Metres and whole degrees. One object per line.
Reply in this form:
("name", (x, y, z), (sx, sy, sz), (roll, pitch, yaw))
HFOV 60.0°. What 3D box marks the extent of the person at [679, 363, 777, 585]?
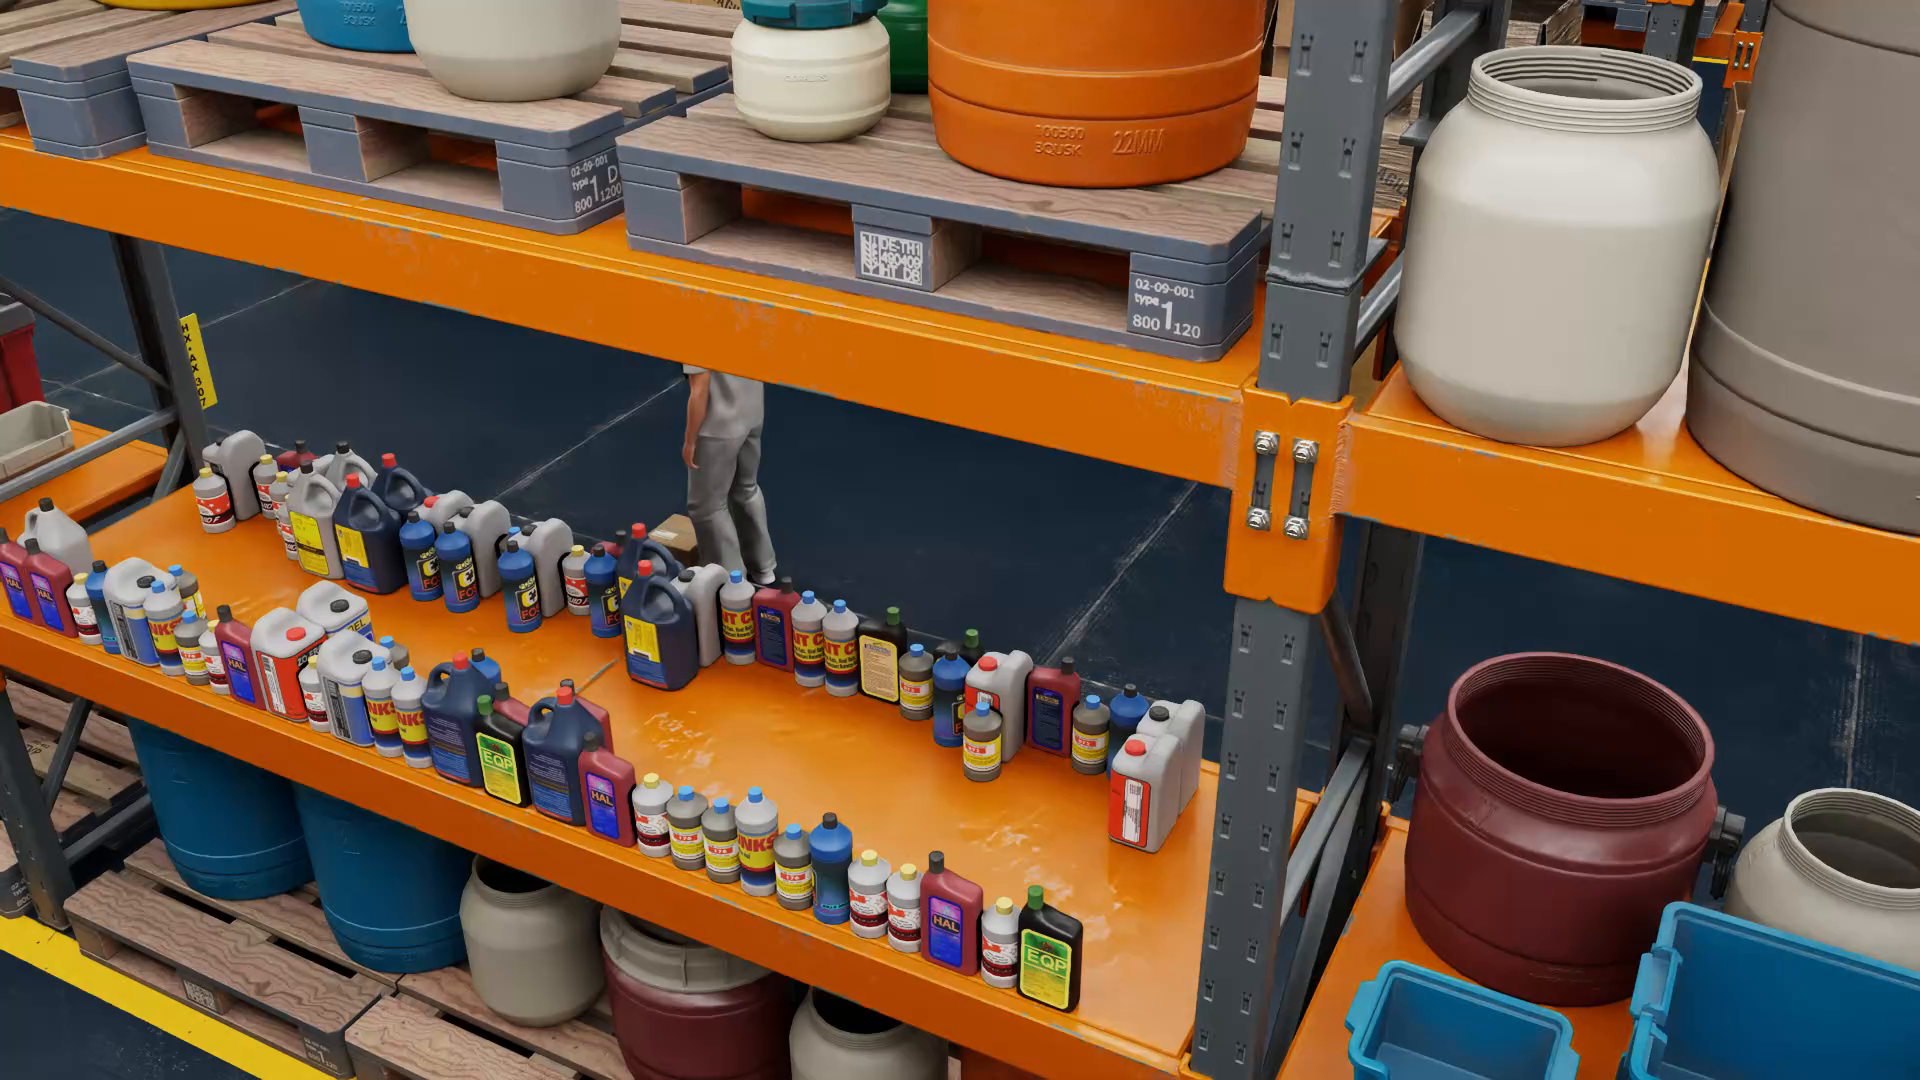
("person", (-1.007, -0.489, 6.975), (0.362, 1.671, 0.510), (12, 32, 20))
